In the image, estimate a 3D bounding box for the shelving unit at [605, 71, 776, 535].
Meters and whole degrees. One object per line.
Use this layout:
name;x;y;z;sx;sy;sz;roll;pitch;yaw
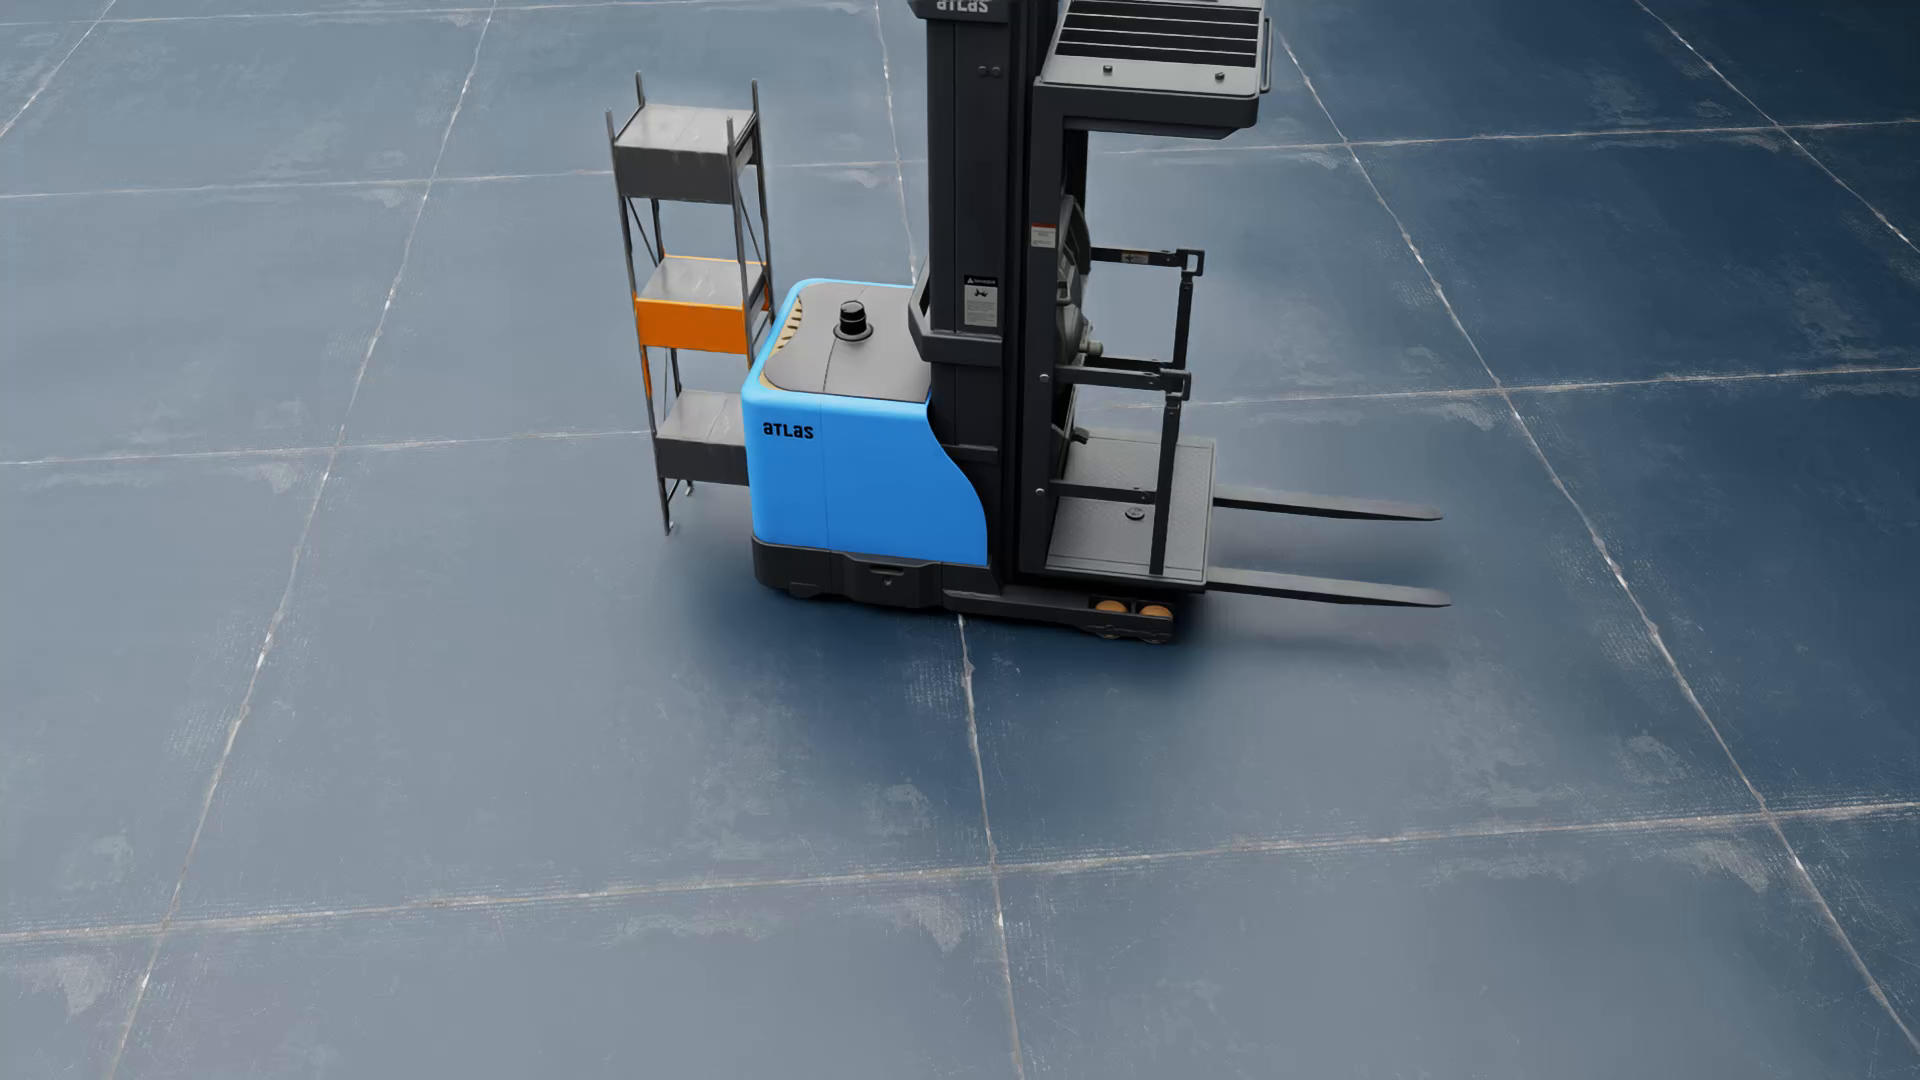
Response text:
shelving unit;-1.100;-0.944;7.250;0.503;2.100;0.431;6;39;8

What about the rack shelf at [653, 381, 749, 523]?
rack shelf;-1.098;-0.383;7.691;0.480;0.518;0.431;6;39;8

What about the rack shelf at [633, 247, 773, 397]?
rack shelf;-1.100;-0.933;7.258;0.480;0.518;0.431;6;39;8

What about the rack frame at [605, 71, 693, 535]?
rack frame;-1.341;-0.968;7.282;0.015;2.100;0.400;6;39;8

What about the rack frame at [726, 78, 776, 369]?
rack frame;-0.859;-0.919;7.217;0.015;2.100;0.400;6;39;8

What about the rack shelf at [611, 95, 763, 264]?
rack shelf;-1.102;-1.483;6.825;0.480;0.518;0.431;6;39;8

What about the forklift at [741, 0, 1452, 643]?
forklift;0.646;-1.060;6.728;3.031;2.935;1.130;6;39;7
